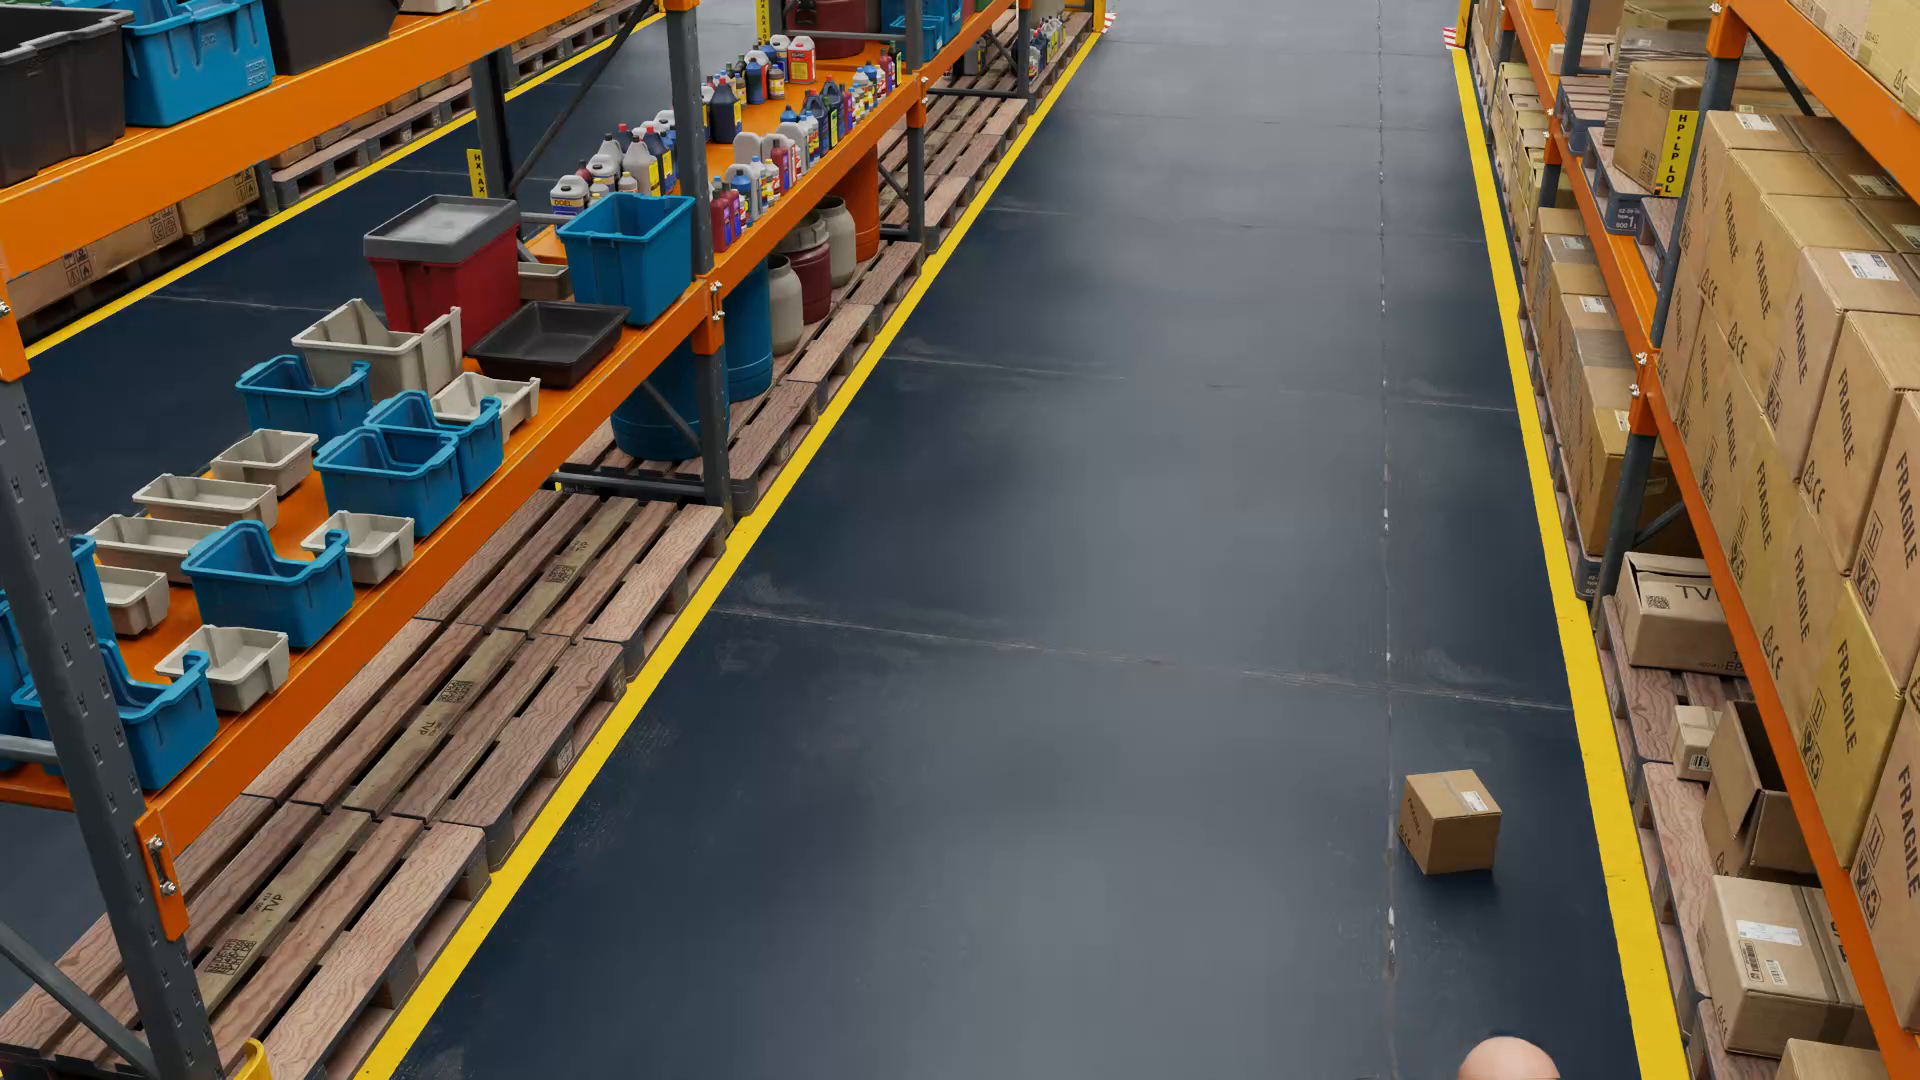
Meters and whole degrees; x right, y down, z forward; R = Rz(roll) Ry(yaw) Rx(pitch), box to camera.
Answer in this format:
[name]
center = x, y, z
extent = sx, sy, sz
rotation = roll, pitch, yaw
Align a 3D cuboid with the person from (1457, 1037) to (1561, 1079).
[person]
center = 0.929, 1.616, 3.170
extent = 0.531, 1.693, 0.773
rotation = 3, 29, 5
